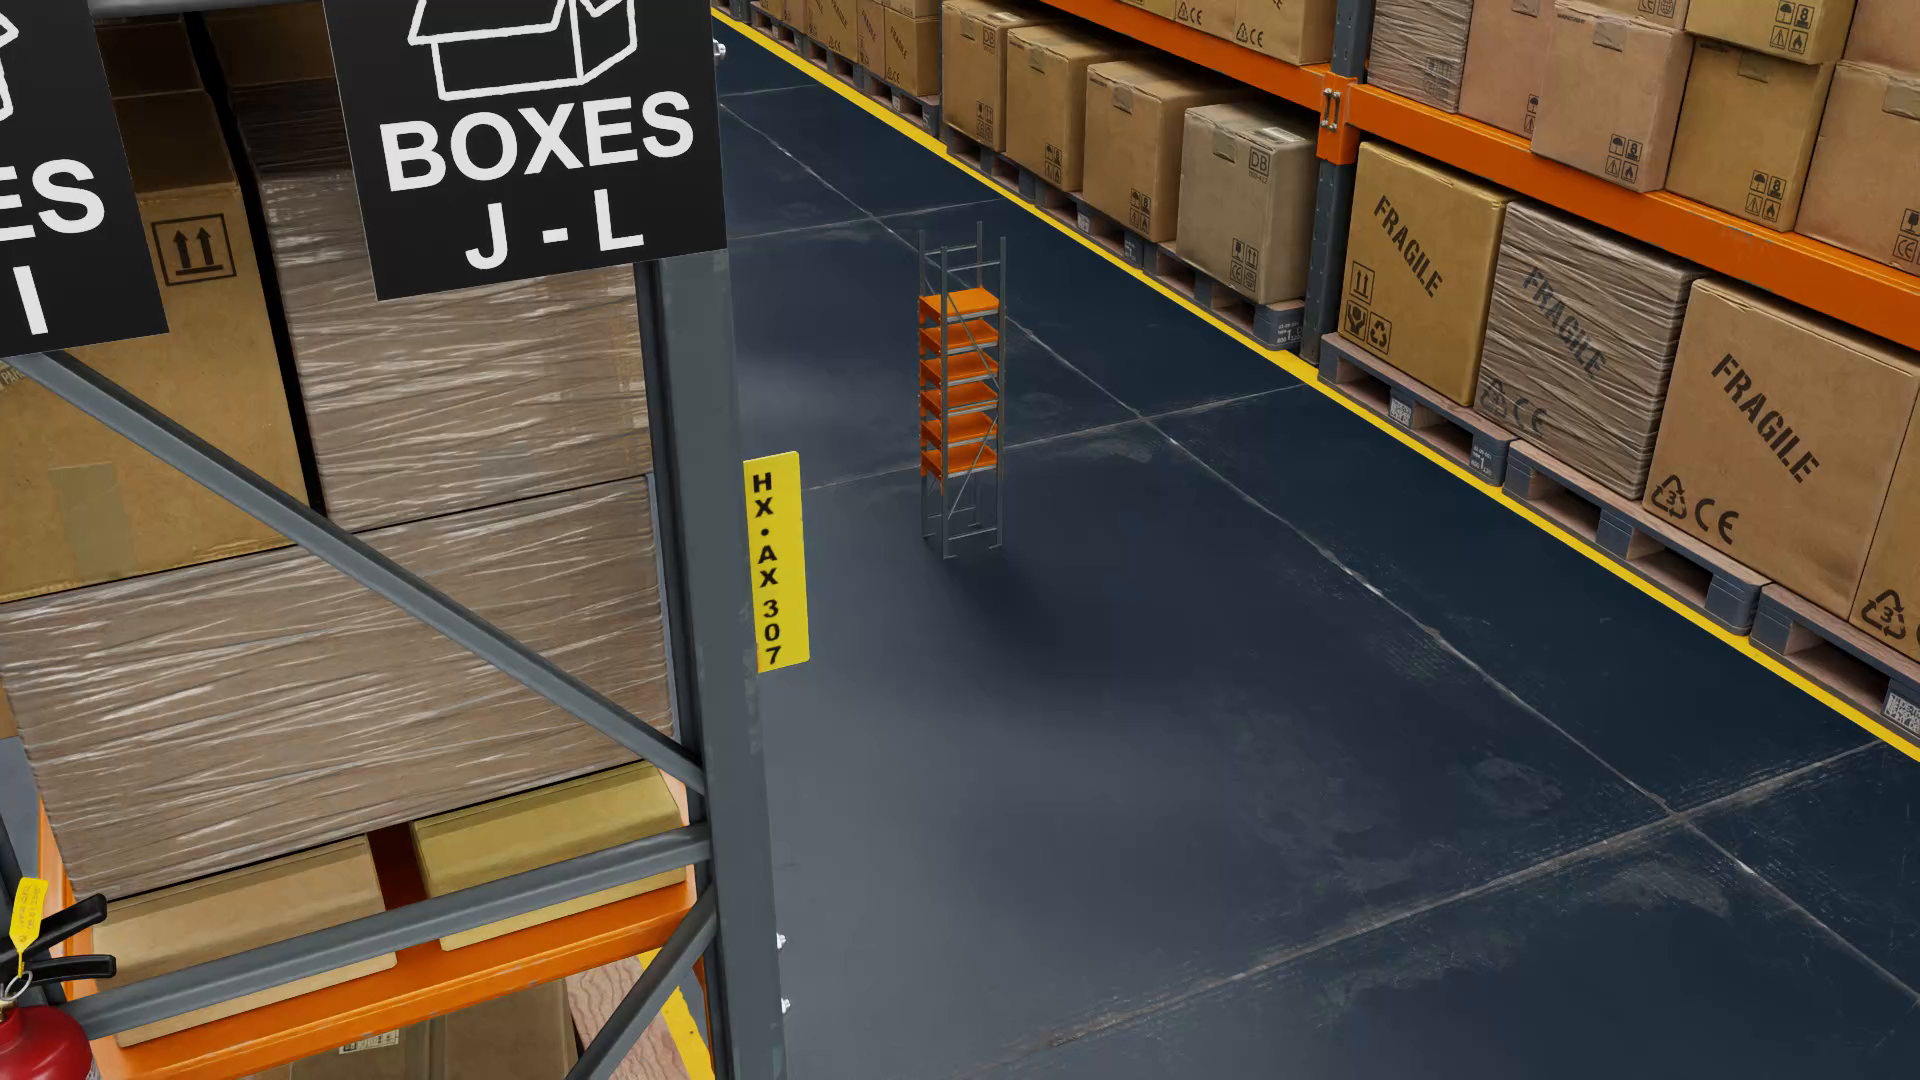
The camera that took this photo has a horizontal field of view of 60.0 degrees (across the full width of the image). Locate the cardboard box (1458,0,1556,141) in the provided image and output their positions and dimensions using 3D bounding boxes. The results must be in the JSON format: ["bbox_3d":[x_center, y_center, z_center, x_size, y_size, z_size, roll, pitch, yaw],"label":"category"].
[{"bbox_3d":[2.485,-1.903,6.423,0.875,0.550,0.550,-13,32,-22],"label":"cardboard box"}]

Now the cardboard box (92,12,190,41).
[{"bbox_3d":[-1.638,-0.714,3.028,0.500,0.500,0.500,-13,32,-22],"label":"cardboard box"}]

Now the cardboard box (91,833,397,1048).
[{"bbox_3d":[-1.056,0.555,2.451,0.380,0.149,0.250,-13,32,-22],"label":"cardboard box"}]

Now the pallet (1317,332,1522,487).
[{"bbox_3d":[2.315,-0.667,7.224,1.003,0.211,1.213,-13,32,-22],"label":"pallet"}]

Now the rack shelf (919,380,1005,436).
[{"bbox_3d":[0.006,-0.478,5.967,0.258,0.103,0.180,-13,32,-22],"label":"rack shelf"}]

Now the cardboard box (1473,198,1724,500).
[{"bbox_3d":[2.656,-0.803,6.357,0.875,0.875,0.875,-13,32,-22],"label":"cardboard box"}]

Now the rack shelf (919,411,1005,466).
[{"bbox_3d":[0.006,-0.374,6.026,0.258,0.103,0.180,-13,32,-22],"label":"rack shelf"}]

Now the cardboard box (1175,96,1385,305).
[{"bbox_3d":[1.711,-1.693,8.074,1.050,0.750,0.750,-13,32,-22],"label":"cardboard box"}]

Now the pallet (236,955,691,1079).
[{"bbox_3d":[-1.096,1.344,3.637,1.003,0.211,1.213,-13,32,-22],"label":"pallet"}]

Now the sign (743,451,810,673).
[{"bbox_3d":[-0.257,0.036,2.234,0.100,0.325,0.005,-13,32,-22],"label":"sign"}]

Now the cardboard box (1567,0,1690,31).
[{"bbox_3d":[2.635,-2.116,5.700,0.875,0.550,0.550,-13,32,-22],"label":"cardboard box"}]

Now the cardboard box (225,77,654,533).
[{"bbox_3d":[-0.737,-0.382,2.436,0.500,0.500,0.500,-13,32,-22],"label":"cardboard box"}]

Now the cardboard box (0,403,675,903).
[{"bbox_3d":[-0.958,0.106,2.588,0.875,0.500,0.500,-13,32,-22],"label":"cardboard box"}]

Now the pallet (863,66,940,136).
[{"bbox_3d":[0.008,-3.132,11.620,1.003,0.211,1.213,-13,32,-22],"label":"pallet"}]

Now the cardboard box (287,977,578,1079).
[{"bbox_3d":[-1.000,1.155,3.249,0.500,0.500,0.500,-7,30,-13],"label":"cardboard box"}]

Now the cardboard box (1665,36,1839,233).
[{"bbox_3d":[2.928,-1.426,5.574,0.875,0.550,0.500,-13,32,-22],"label":"cardboard box"}]

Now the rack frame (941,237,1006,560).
[{"bbox_3d":[0.046,-0.477,5.873,0.240,1.200,0.006,-13,32,-22],"label":"rack frame"}]

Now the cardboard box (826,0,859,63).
[{"bbox_3d":[-0.638,-3.792,12.072,0.500,0.500,0.500,-15,32,-24],"label":"cardboard box"}]

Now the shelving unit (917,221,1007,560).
[{"bbox_3d":[0.006,-0.517,5.945,0.258,1.200,0.189,-13,32,-22],"label":"shelving unit"}]

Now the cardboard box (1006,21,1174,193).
[{"bbox_3d":[0.900,-2.532,9.569,1.050,0.750,0.750,-13,32,-21],"label":"cardboard box"}]

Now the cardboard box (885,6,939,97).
[{"bbox_3d":[-0.177,-3.332,11.251,0.500,0.500,0.500,-13,32,-22],"label":"cardboard box"}]

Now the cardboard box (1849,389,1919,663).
[{"bbox_3d":[3.426,-0.011,4.946,0.875,0.875,0.875,-13,32,-22],"label":"cardboard box"}]

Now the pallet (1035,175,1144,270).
[{"bbox_3d":[1.132,-1.884,9.395,1.003,0.211,1.213,-13,32,-22],"label":"pallet"}]

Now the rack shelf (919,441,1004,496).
[{"bbox_3d":[0.006,-0.269,6.084,0.258,0.103,0.180,-13,32,-22],"label":"rack shelf"}]

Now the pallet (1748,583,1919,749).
[{"bbox_3d":[3.362,0.410,5.302,1.003,0.211,1.213,-13,32,-22],"label":"pallet"}]

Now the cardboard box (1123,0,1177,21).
[{"bbox_3d":[1.160,-2.900,8.253,0.500,0.500,0.500,-13,32,-21],"label":"cardboard box"}]

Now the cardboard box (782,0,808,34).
[{"bbox_3d":[-1.069,-4.247,12.884,0.500,0.500,0.500,-12,31,-20],"label":"cardboard box"}]

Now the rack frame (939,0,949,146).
[{"bbox_3d":[0.342,-4.003,10.322,1.000,3.000,0.127,-13,32,-22],"label":"rack frame"}]

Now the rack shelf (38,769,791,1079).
[{"bbox_3d":[-1.605,-0.042,3.994,1.077,0.370,4.000,-13,32,-22],"label":"rack shelf"}]

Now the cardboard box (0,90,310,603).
[{"bbox_3d":[-1.206,-0.273,2.241,0.500,0.500,0.500,-13,32,-22],"label":"cardboard box"}]

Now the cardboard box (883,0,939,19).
[{"bbox_3d":[-0.188,-3.670,11.088,0.500,0.250,0.500,-14,32,-23],"label":"cardboard box"}]

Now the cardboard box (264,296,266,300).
[{"bbox_3d":[-1.457,-0.320,3.347,0.875,0.500,0.500,-13,32,-22],"label":"cardboard box"}]

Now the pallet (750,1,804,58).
[{"bbox_3d":[-1.040,-4.210,13.542,1.003,0.211,1.213,-13,32,-22],"label":"pallet"}]

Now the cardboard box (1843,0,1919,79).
[{"bbox_3d":[3.215,-1.677,4.917,0.875,0.550,0.550,-13,32,-22],"label":"cardboard box"}]

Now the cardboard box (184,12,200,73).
[{"bbox_3d":[-1.593,-1.266,4.012,0.500,0.500,0.500,-13,32,-22],"label":"cardboard box"}]

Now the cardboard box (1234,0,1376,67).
[{"bbox_3d":[1.594,-2.454,7.457,0.500,0.500,0.500,-13,32,-22],"label":"cardboard box"}]

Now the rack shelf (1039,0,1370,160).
[{"bbox_3d":[1.201,-2.806,8.922,1.077,0.370,4.000,-13,32,-22],"label":"rack shelf"}]

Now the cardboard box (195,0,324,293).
[{"bbox_3d":[-1.161,-0.825,3.226,0.500,0.500,0.500,-13,32,-22],"label":"cardboard box"}]

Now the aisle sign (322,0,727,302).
[{"bbox_3d":[-0.449,-0.642,1.670,0.394,0.787,0.004,-13,32,-22],"label":"aisle sign"}]
